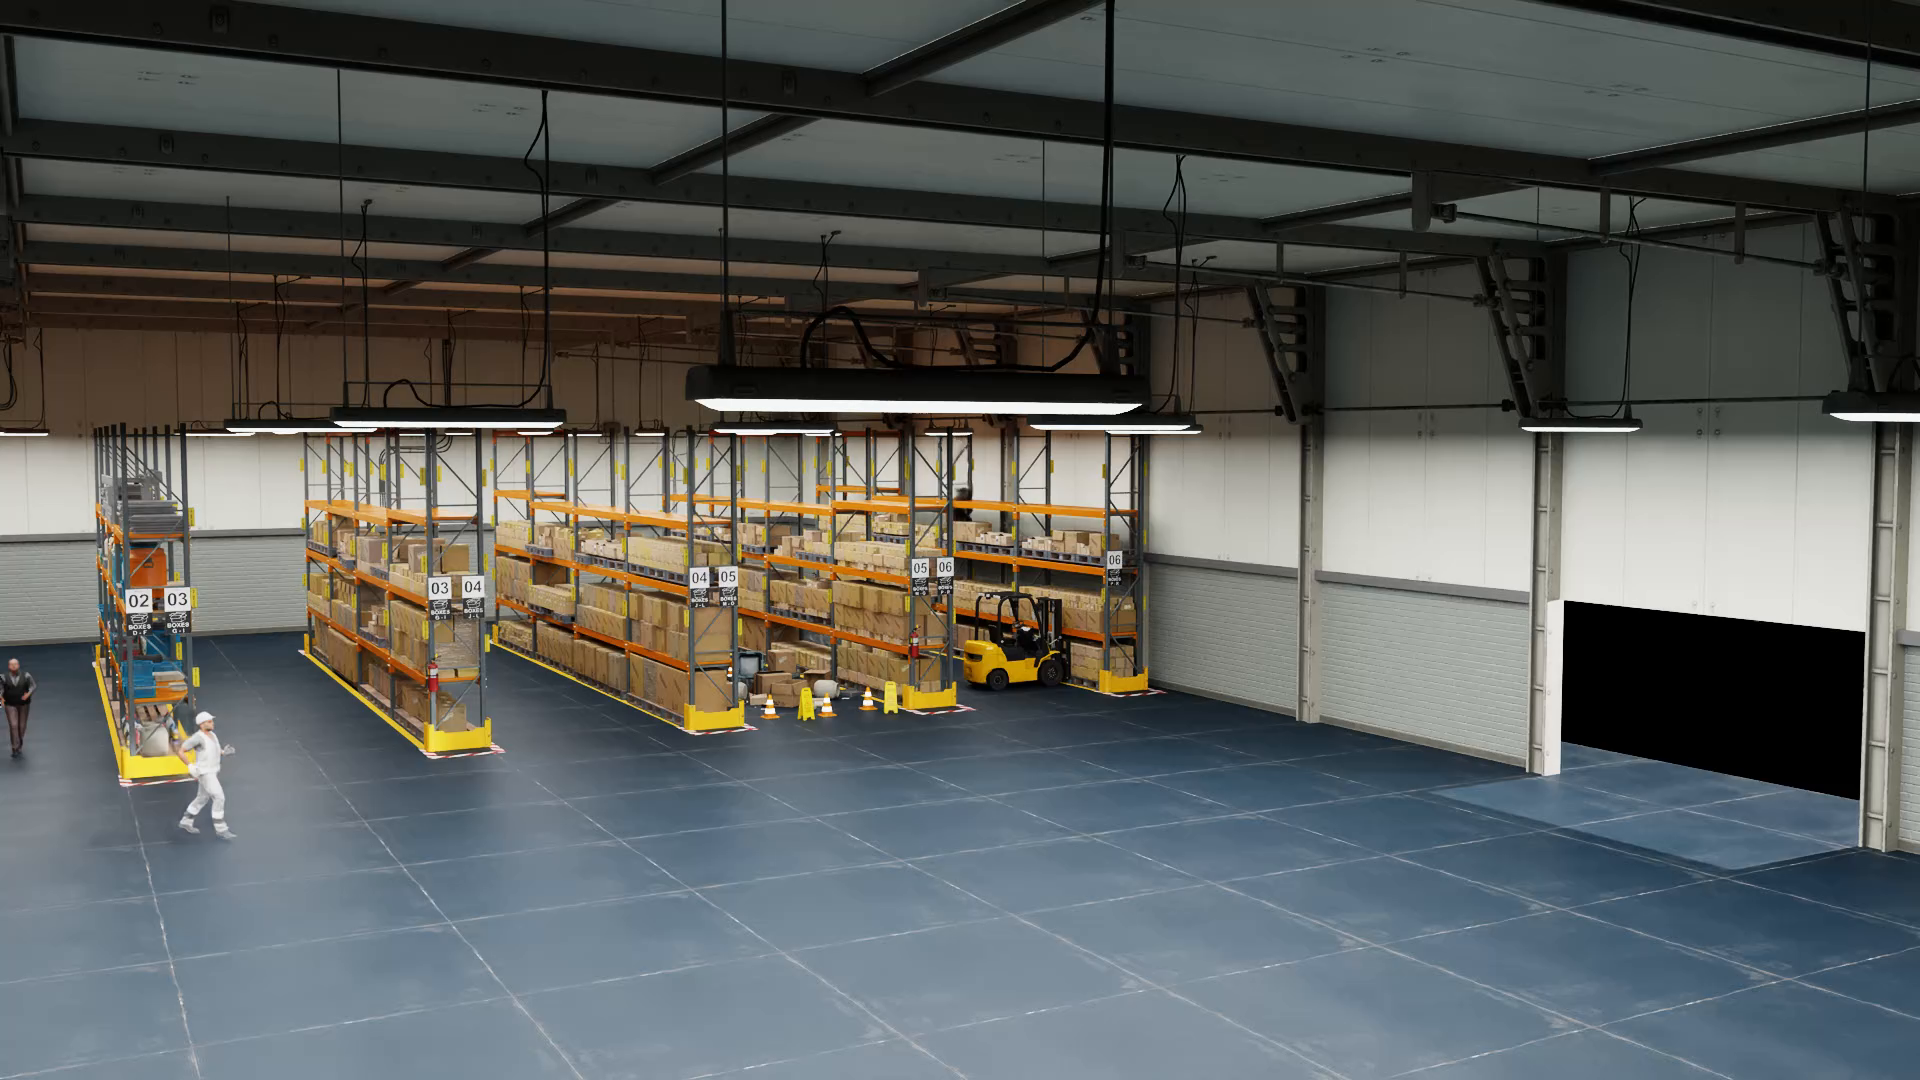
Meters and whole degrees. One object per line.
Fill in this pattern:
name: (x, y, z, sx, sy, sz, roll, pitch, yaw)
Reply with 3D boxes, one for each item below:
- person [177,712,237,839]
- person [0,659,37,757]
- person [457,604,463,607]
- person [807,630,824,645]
person: (-10.779, 3.364, 23.778, 0.856, 1.816, 0.657, 0, 3, -4)
person: (-17.172, 3.025, 30.279, 0.652, 1.741, 0.827, -2, 4, -33)
person: (-14.016, 2.134, 46.398, 0.604, 1.603, 0.631, 0, 3, 7)
person: (-3.912, 2.153, 44.857, 0.596, 1.740, 0.720, -2, 4, -34)
